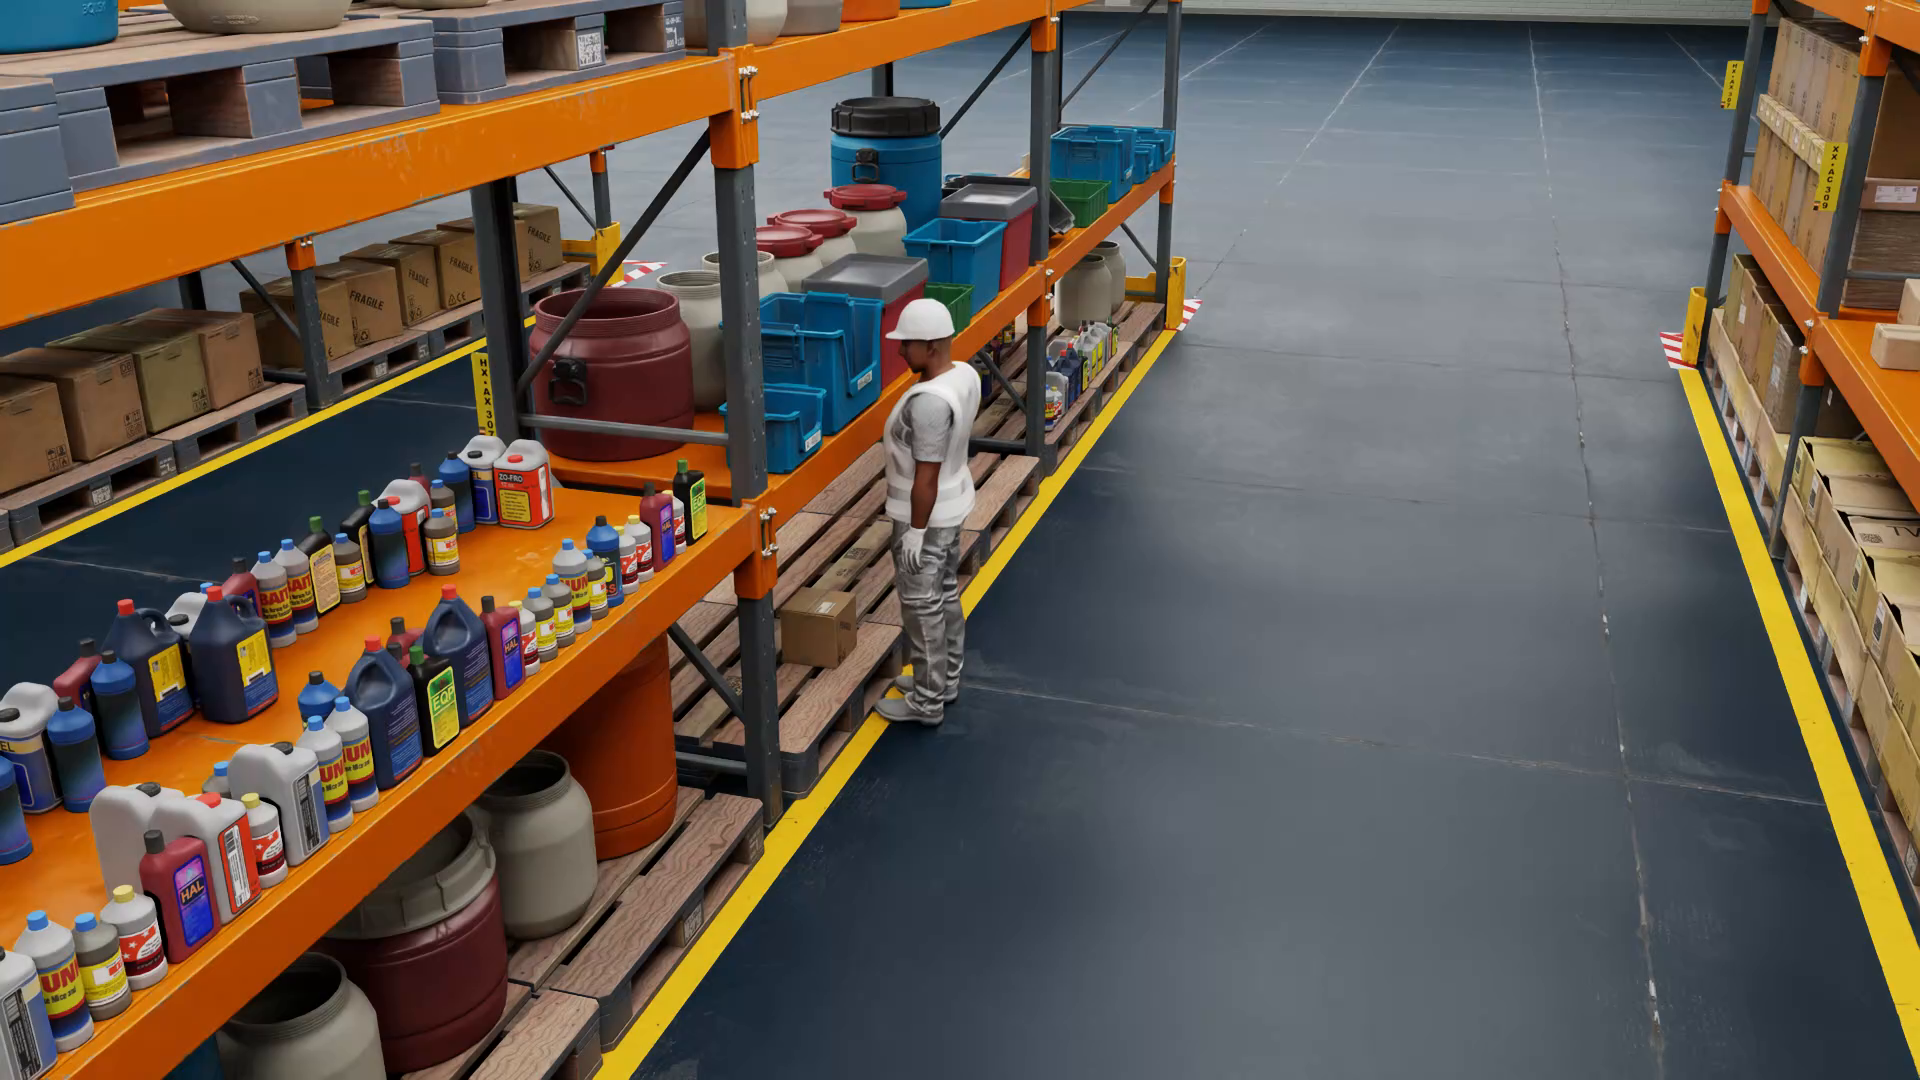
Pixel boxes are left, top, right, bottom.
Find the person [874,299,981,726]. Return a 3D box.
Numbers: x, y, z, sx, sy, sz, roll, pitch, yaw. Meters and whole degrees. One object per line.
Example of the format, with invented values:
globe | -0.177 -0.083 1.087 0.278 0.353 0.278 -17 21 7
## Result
person | -0.147 -0.105 6.782 0.404 1.789 0.561 6 23 15
